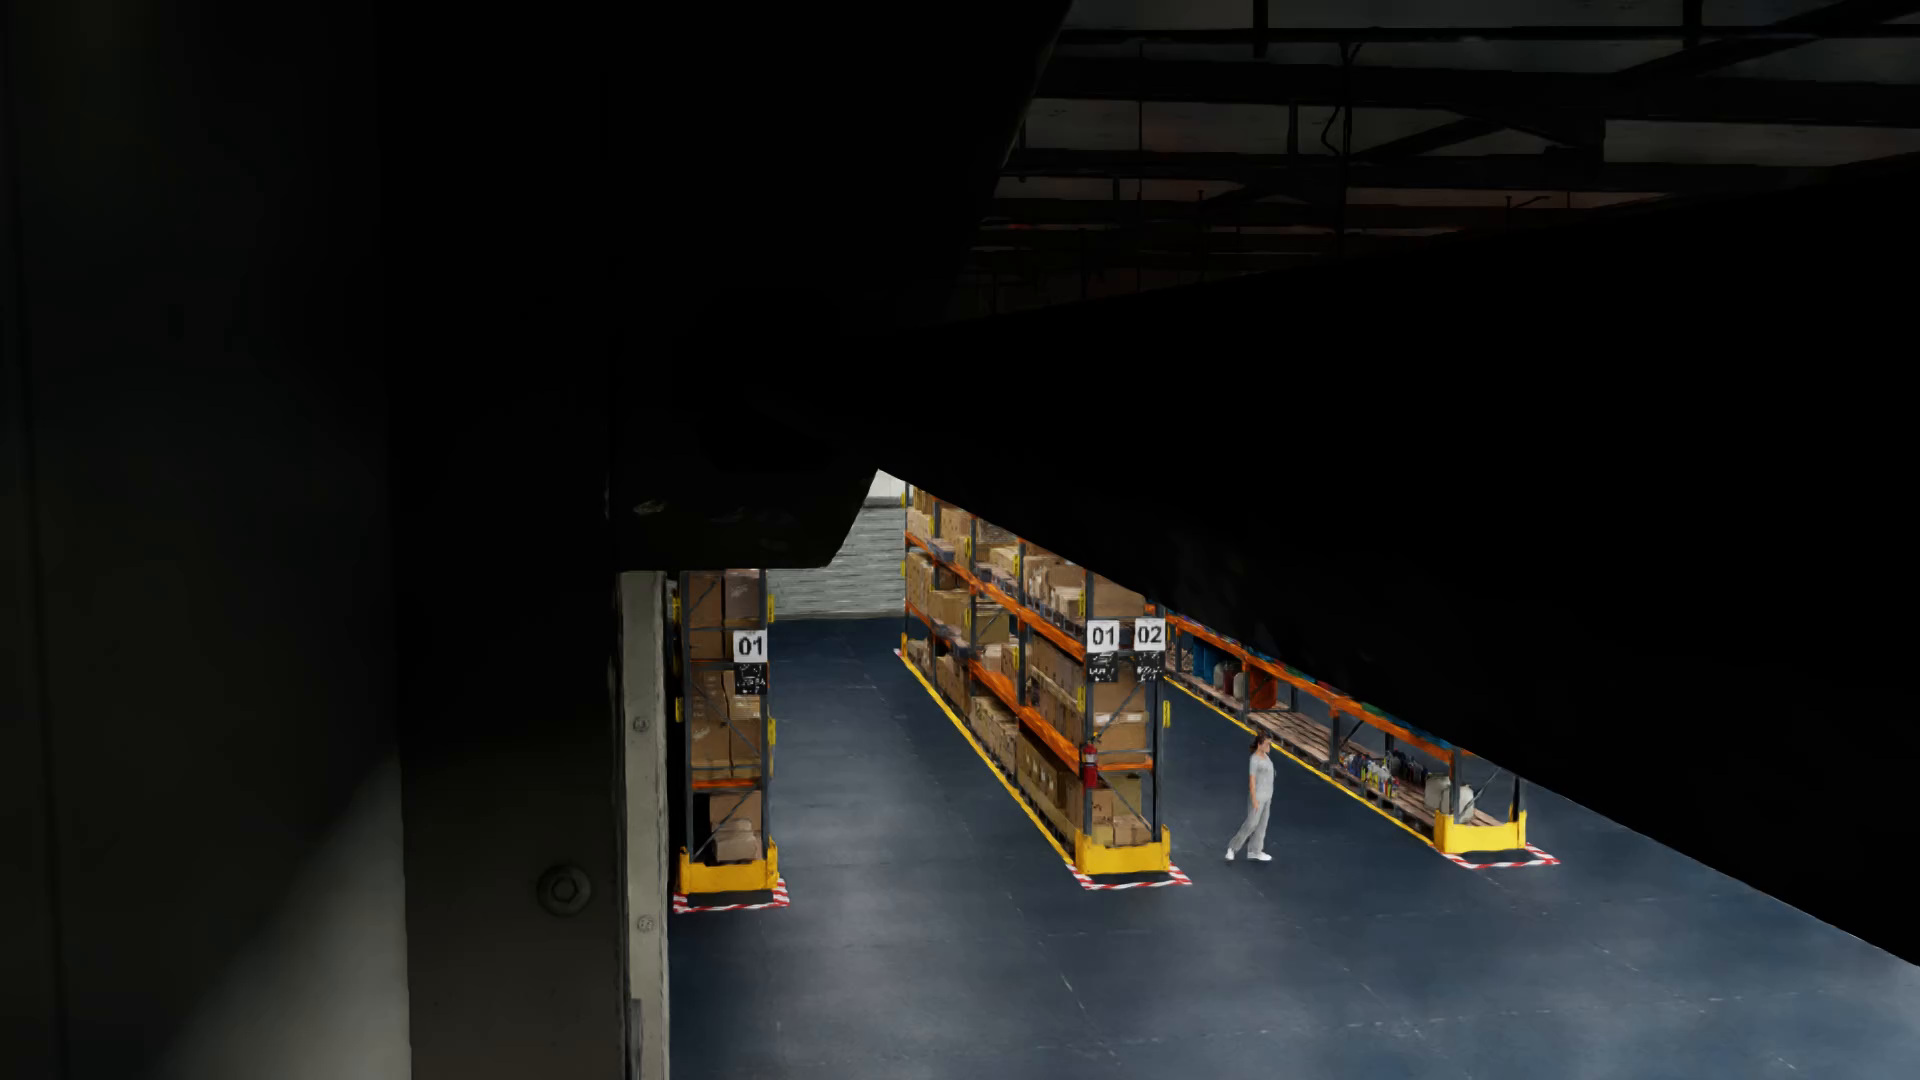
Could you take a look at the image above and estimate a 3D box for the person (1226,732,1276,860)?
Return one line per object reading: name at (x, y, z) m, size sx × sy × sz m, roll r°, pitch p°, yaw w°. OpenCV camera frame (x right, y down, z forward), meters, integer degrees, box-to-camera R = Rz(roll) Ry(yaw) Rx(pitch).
person at (3.720, 3.297, 21.305) m, size 0.494 × 1.665 × 0.651 m, roll 5°, pitch 8°, yaw 38°
